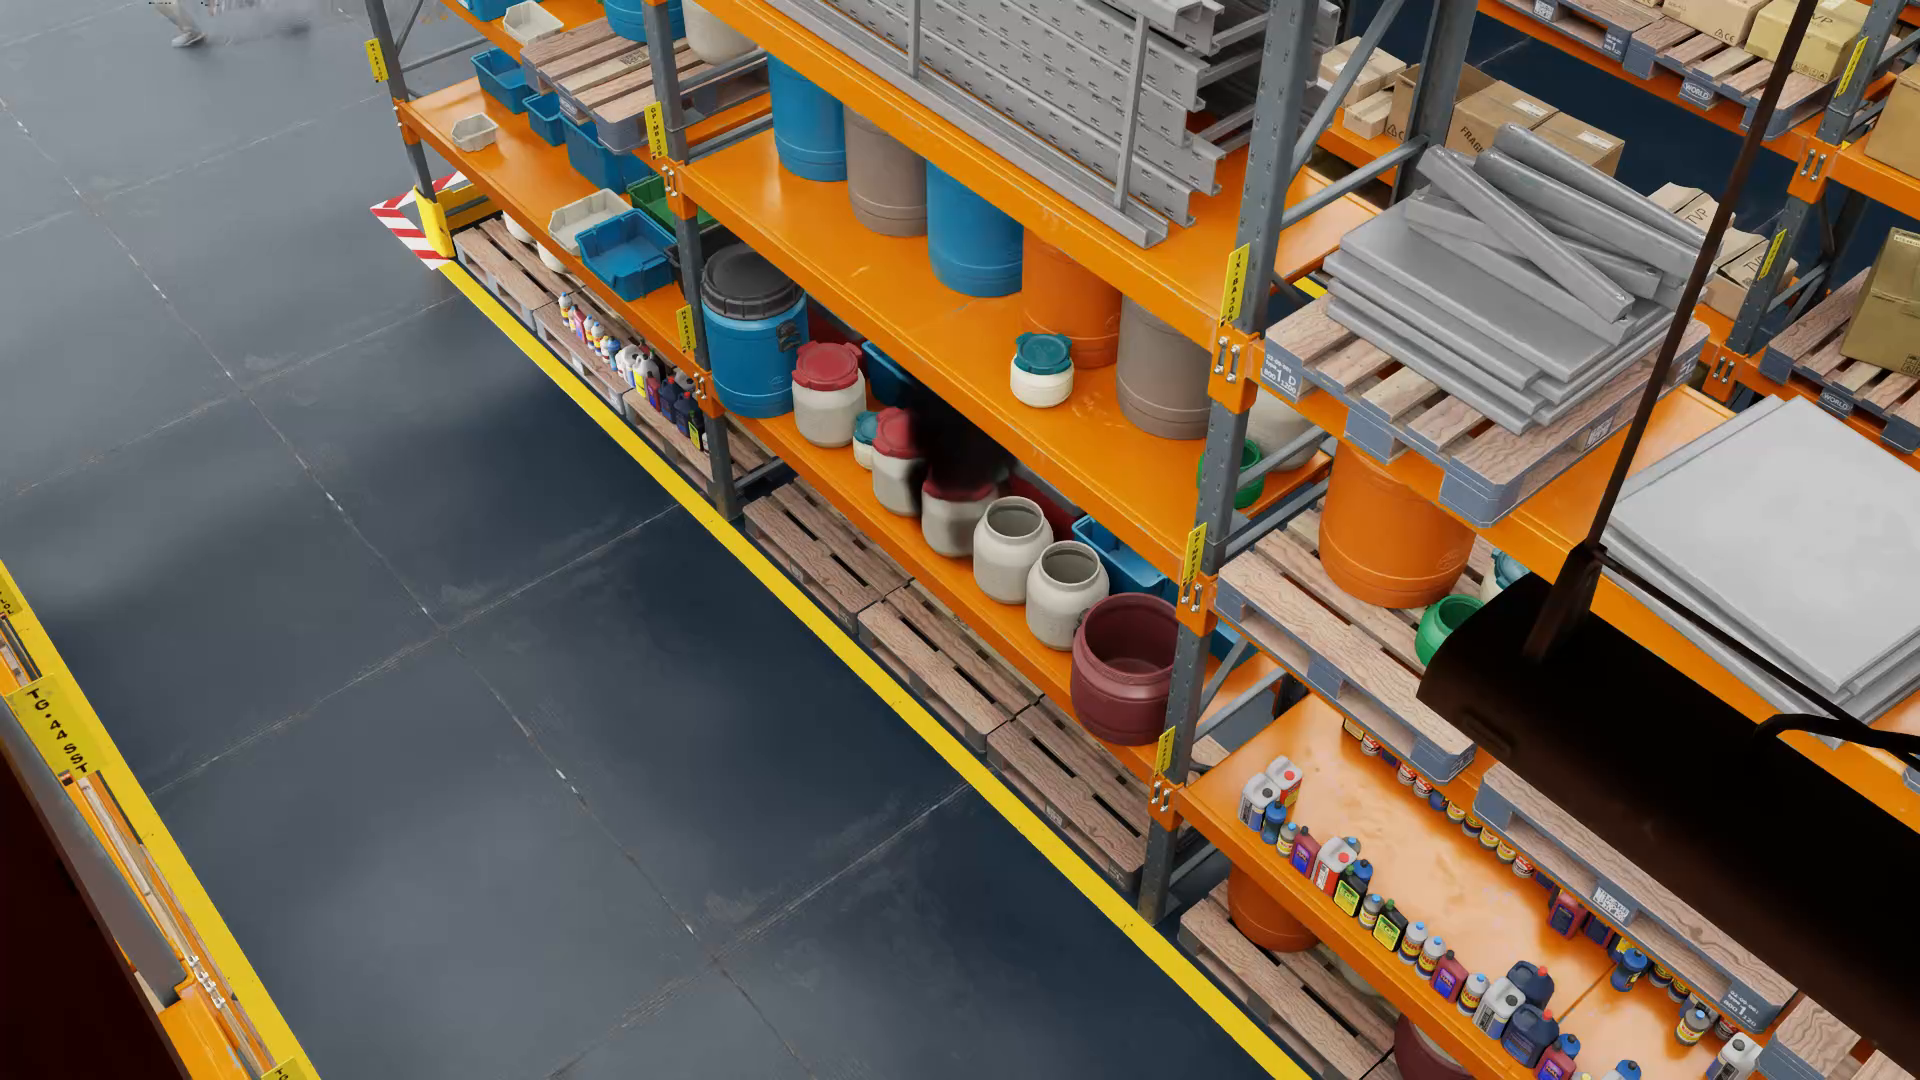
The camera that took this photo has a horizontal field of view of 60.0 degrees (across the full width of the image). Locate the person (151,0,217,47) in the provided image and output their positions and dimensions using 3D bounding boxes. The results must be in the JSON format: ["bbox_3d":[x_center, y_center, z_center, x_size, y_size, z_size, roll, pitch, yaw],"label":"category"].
[{"bbox_3d":[-7.043,-5.199,14.818,0.549,1.632,0.645,-10,47,-10],"label":"person"}]
